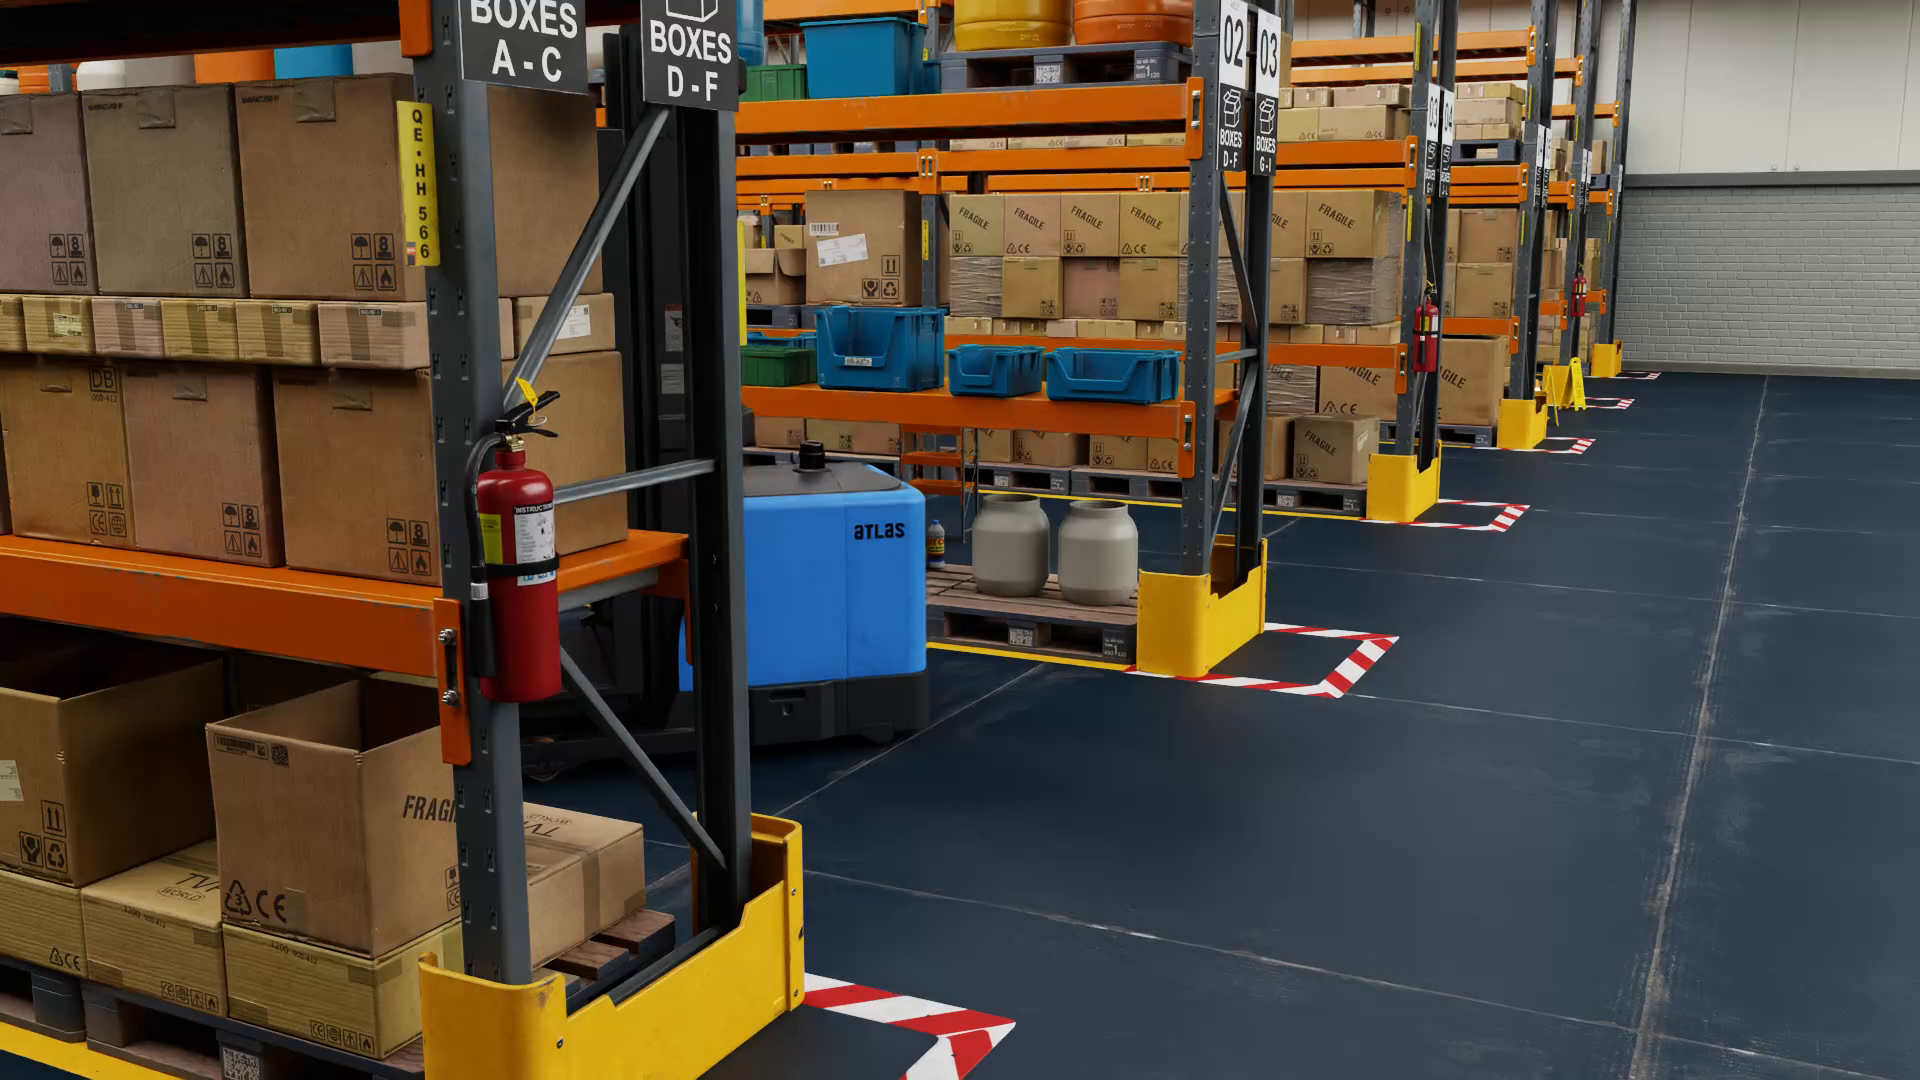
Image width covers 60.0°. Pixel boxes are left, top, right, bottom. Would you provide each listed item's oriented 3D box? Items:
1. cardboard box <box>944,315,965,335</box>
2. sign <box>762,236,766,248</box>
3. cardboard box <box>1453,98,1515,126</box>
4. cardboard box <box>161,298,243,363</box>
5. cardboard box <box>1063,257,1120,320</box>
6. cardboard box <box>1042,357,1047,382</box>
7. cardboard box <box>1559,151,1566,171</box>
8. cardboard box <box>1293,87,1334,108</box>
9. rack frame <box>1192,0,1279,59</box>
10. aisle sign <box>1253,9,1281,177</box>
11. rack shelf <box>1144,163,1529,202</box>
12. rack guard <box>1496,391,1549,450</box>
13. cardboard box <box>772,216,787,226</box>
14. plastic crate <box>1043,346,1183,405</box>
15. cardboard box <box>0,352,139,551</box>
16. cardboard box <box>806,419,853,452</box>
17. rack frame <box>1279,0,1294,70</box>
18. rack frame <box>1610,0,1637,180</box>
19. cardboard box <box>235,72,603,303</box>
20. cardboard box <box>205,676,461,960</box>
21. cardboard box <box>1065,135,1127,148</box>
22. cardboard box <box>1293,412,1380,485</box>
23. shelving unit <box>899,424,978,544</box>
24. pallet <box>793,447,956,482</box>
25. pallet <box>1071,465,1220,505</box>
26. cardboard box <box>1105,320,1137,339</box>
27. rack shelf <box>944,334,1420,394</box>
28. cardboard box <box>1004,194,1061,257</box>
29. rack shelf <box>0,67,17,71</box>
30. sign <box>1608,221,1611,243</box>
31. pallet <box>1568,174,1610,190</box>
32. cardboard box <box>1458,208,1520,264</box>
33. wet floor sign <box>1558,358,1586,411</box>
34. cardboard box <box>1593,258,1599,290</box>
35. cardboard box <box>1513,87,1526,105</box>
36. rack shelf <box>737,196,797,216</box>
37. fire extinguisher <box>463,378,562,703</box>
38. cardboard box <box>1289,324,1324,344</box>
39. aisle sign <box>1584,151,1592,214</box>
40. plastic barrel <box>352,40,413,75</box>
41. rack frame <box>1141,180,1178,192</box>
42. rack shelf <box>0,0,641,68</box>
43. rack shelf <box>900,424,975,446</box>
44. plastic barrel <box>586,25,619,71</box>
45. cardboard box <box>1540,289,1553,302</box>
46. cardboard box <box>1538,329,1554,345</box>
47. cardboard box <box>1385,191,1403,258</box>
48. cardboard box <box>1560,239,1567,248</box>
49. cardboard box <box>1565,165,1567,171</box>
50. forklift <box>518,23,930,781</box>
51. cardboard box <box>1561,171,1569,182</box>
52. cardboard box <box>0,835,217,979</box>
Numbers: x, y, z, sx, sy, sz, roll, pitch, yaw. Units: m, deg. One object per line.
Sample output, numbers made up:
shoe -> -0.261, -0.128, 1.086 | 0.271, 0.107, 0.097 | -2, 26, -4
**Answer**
cardboard box -> 0.013, -1.831, 14.128 | 0.250, 0.149, 0.380 | 5, 11, 26
sign -> -3.081, -4.609, 26.119 | 0.005, 0.325, 0.100 | 5, 11, 26
cardboard box -> 5.263, -4.287, 16.696 | 0.500, 0.250, 0.500 | 5, 11, 27
cardboard box -> -1.738, -0.531, 4.139 | 0.250, 0.149, 0.380 | 5, 11, 25
cardboard box -> 1.255, -2.101, 13.802 | 0.500, 0.500, 0.875 | 5, 11, 26
cardboard box -> 0.778, -2.014, 19.575 | 0.750, 0.750, 1.050 | 5, 11, 26
cardboard box -> 7.592, -4.918, 21.642 | 0.500, 0.250, 0.500 | 5, 11, 25
cardboard box -> 2.678, -3.318, 12.519 | 0.250, 0.149, 0.380 | 4, 11, 23
rack frame -> 1.349, -3.865, 7.819 | 0.127, 3.000, 1.000 | 5, 11, 26
aisle sign -> 1.543, -2.233, 8.348 | 0.004, 0.787, 0.394 | 5, 11, 26
rack shelf -> 4.032, -3.768, 17.724 | 4.000, 0.370, 1.077 | 5, 11, 26
rack guard -> 5.847, -1.256, 17.269 | 0.348, 0.500, 1.175 | 5, 11, 26
cardboard box -> -3.005, -5.159, 26.904 | 0.250, 0.149, 0.380 | 5, 11, 25
plastic crate -> 0.767, -0.832, 8.320 | 0.616, 0.251, 0.499 | 5, 11, 26
cardboard box -> -2.175, -0.291, 4.635 | 0.500, 0.500, 0.700 | 5, 11, 26
cardboard box -> -1.008, -1.098, 15.159 | 0.500, 0.500, 0.700 | 5, 11, 25
rack frame -> 4.338, -6.554, 22.676 | 0.127, 3.000, 1.000 | 5, 11, 26
rack frame -> 10.118, -7.032, 25.316 | 0.127, 3.000, 1.000 | 5, 11, 26
cardboard box -> -1.307, -0.853, 4.096 | 0.500, 0.500, 0.700 | 5, 11, 26
cardboard box -> -1.459, 0.660, 4.095 | 0.500, 0.500, 0.500 | 5, 11, 26
cardboard box -> 1.161, -3.263, 13.338 | 0.500, 0.250, 0.500 | 5, 11, 24
cardboard box -> 2.988, -0.733, 13.195 | 0.500, 0.500, 0.500 | 8, 13, 36
shelving unit -> -0.148, -0.603, 11.695 | 0.503, 1.200, 0.258 | 5, 11, 26
pallet -> -0.746, -0.708, 15.051 | 1.213, 0.211, 1.003 | 5, 11, 26
pallet -> 1.669, -0.504, 13.922 | 1.213, 0.211, 1.003 | 5, 11, 26
cardboard box -> 1.364, -1.715, 13.487 | 0.250, 0.149, 0.380 | 5, 11, 26
rack shelf -> 1.747, -1.508, 13.658 | 4.000, 0.370, 1.077 | 5, 11, 26
cardboard box -> 0.693, -2.592, 13.704 | 0.500, 0.500, 0.500 | 5, 11, 26
rack shelf -> -9.015, -5.209, 18.385 | 4.000, 0.370, 1.077 | 5, 11, 26
sign -> 9.865, -4.681, 25.253 | 0.005, 0.325, 0.100 | 5, 11, 26
pallet -> 9.495, -5.572, 25.922 | 1.213, 0.211, 1.003 | 5, 11, 26
cardboard box -> 5.510, -3.129, 17.143 | 0.550, 0.550, 0.875 | 5, 11, 26
wet floor sign -> 7.622, -1.942, 20.651 | 0.267, 0.644, 0.232 | -10, 14, -43
cardboard box -> 9.797, -4.212, 26.302 | 0.500, 0.500, 0.500 | 5, 12, 28
cardboard box -> 5.667, -4.566, 17.121 | 0.250, 0.149, 0.380 | 5, 11, 26
rack shelf -> -4.630, -5.512, 27.361 | 4.000, 0.370, 1.077 | 5, 11, 26
fire extinguisher -> -0.946, -0.001, 3.529 | 0.183, 0.674, 0.296 | 5, 11, 26
cardboard box -> 2.722, -1.601, 12.861 | 0.250, 0.149, 0.380 | 5, 11, 26
aisle sign -> 8.118, -4.611, 21.484 | 0.004, 0.787, 0.394 | 5, 11, 26
plastic barrel -> -3.377, -3.008, 10.097 | 0.600, 0.901, 0.600 | 0, 10, 0
rack frame -> 2.238, -2.804, 18.798 | 0.127, 3.000, 1.000 | 5, 11, 26
rack shelf -> -2.640, -1.402, 4.651 | 4.000, 0.370, 1.077 | 5, 11, 26
rack shelf -> -0.148, -0.757, 11.668 | 0.480, 0.148, 0.258 | 5, 11, 26
plastic barrel -> -1.939, -2.901, 9.419 | 0.421, 0.512, 0.421 | 0, 10, 0
cardboard box -> 7.495, -3.159, 21.465 | 0.250, 0.149, 0.380 | 5, 12, 28
cardboard box -> 9.098, -3.209, 26.177 | 0.500, 0.250, 0.500 | 5, 11, 25
cardboard box -> 3.167, -2.479, 13.079 | 0.500, 0.500, 0.500 | 5, 11, 26
cardboard box -> 9.469, -4.604, 25.807 | 0.250, 0.149, 0.380 | 5, 11, 26
cardboard box -> 9.241, -5.705, 25.652 | 0.250, 0.149, 0.380 | 5, 11, 24
forklift -> -1.704, -0.594, 6.782 | 3.031, 2.935, 1.130 | -3, 11, -17
cardboard box -> 7.771, -4.717, 21.655 | 0.250, 0.149, 0.380 | 5, 11, 26
cardboard box -> -2.361, 0.952, 4.587 | 0.500, 0.250, 0.500 | 5, 11, 26
